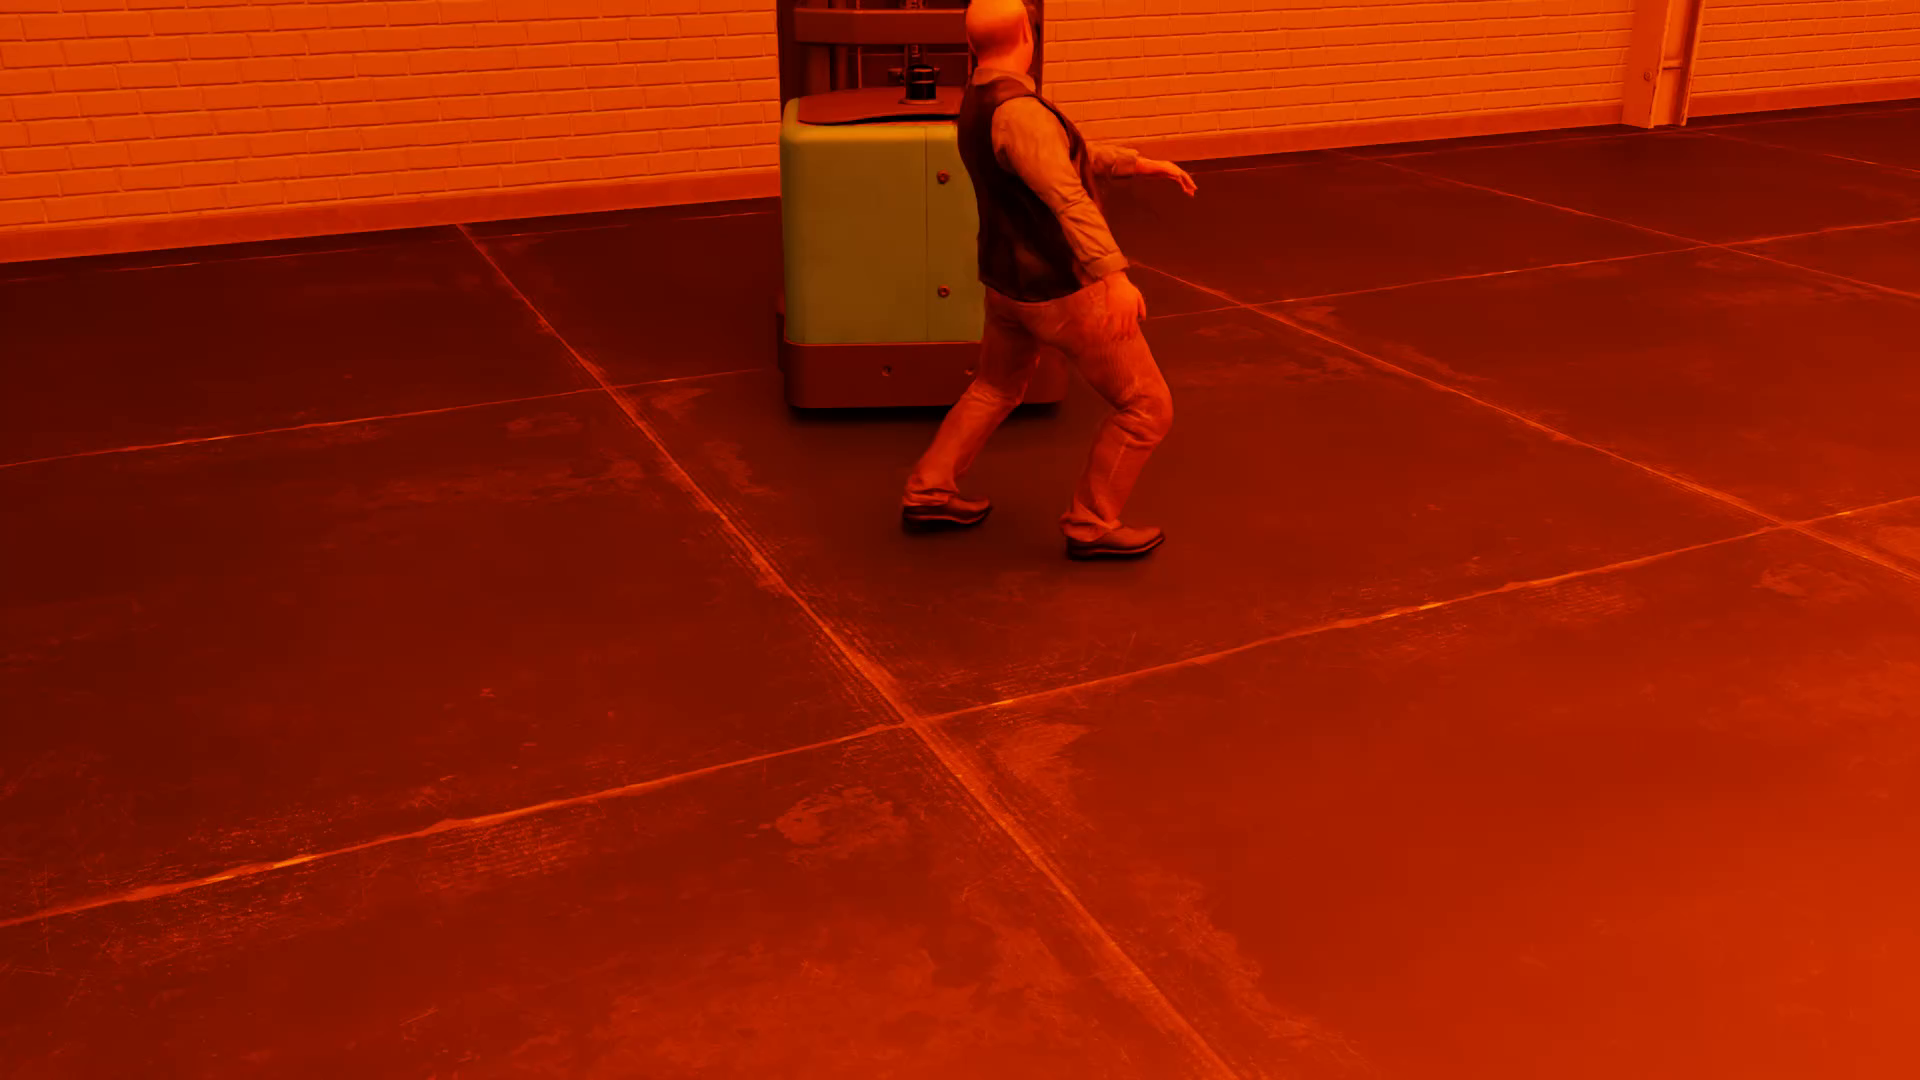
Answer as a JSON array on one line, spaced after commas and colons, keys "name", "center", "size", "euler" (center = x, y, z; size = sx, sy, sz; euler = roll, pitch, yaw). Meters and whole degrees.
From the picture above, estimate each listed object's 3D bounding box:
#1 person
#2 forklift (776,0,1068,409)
[{"name": "person", "center": [0.321, -0.739, 4.792], "size": [0.842, 1.608, 0.758], "euler": [-11, 25, -25]}, {"name": "forklift", "center": [-0.220, -2.357, 6.960], "size": [1.130, 2.935, 3.031], "euler": [-2, 23, -4]}]
